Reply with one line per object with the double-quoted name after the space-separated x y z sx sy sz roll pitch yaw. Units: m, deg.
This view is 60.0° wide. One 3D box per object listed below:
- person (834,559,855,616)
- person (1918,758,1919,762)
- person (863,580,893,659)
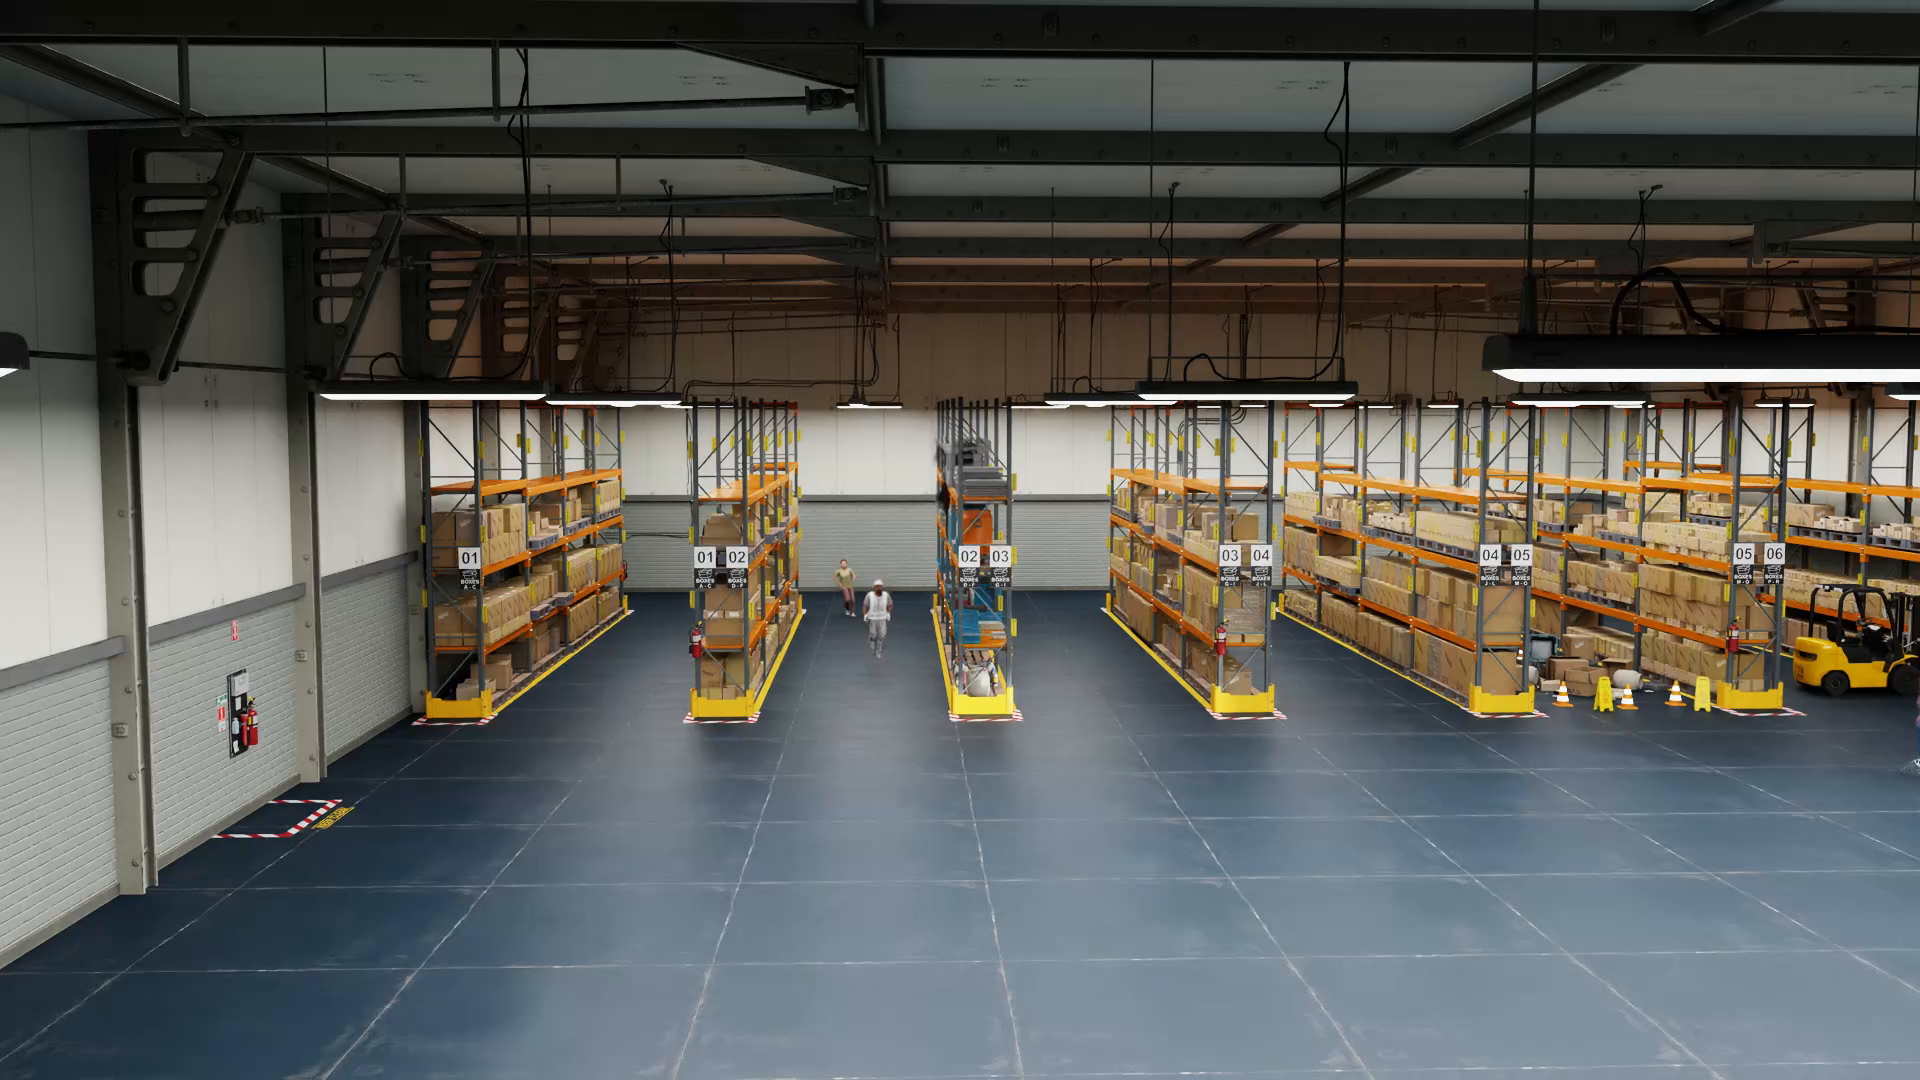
-3.176 1.340 46.344 0.587 1.601 0.532 -2 5 -20 "person"
15.319 2.936 25.692 0.870 1.593 0.541 4 6 42 "person"
-1.809 1.736 36.685 0.668 1.740 0.639 -1 4 -9 "person"
